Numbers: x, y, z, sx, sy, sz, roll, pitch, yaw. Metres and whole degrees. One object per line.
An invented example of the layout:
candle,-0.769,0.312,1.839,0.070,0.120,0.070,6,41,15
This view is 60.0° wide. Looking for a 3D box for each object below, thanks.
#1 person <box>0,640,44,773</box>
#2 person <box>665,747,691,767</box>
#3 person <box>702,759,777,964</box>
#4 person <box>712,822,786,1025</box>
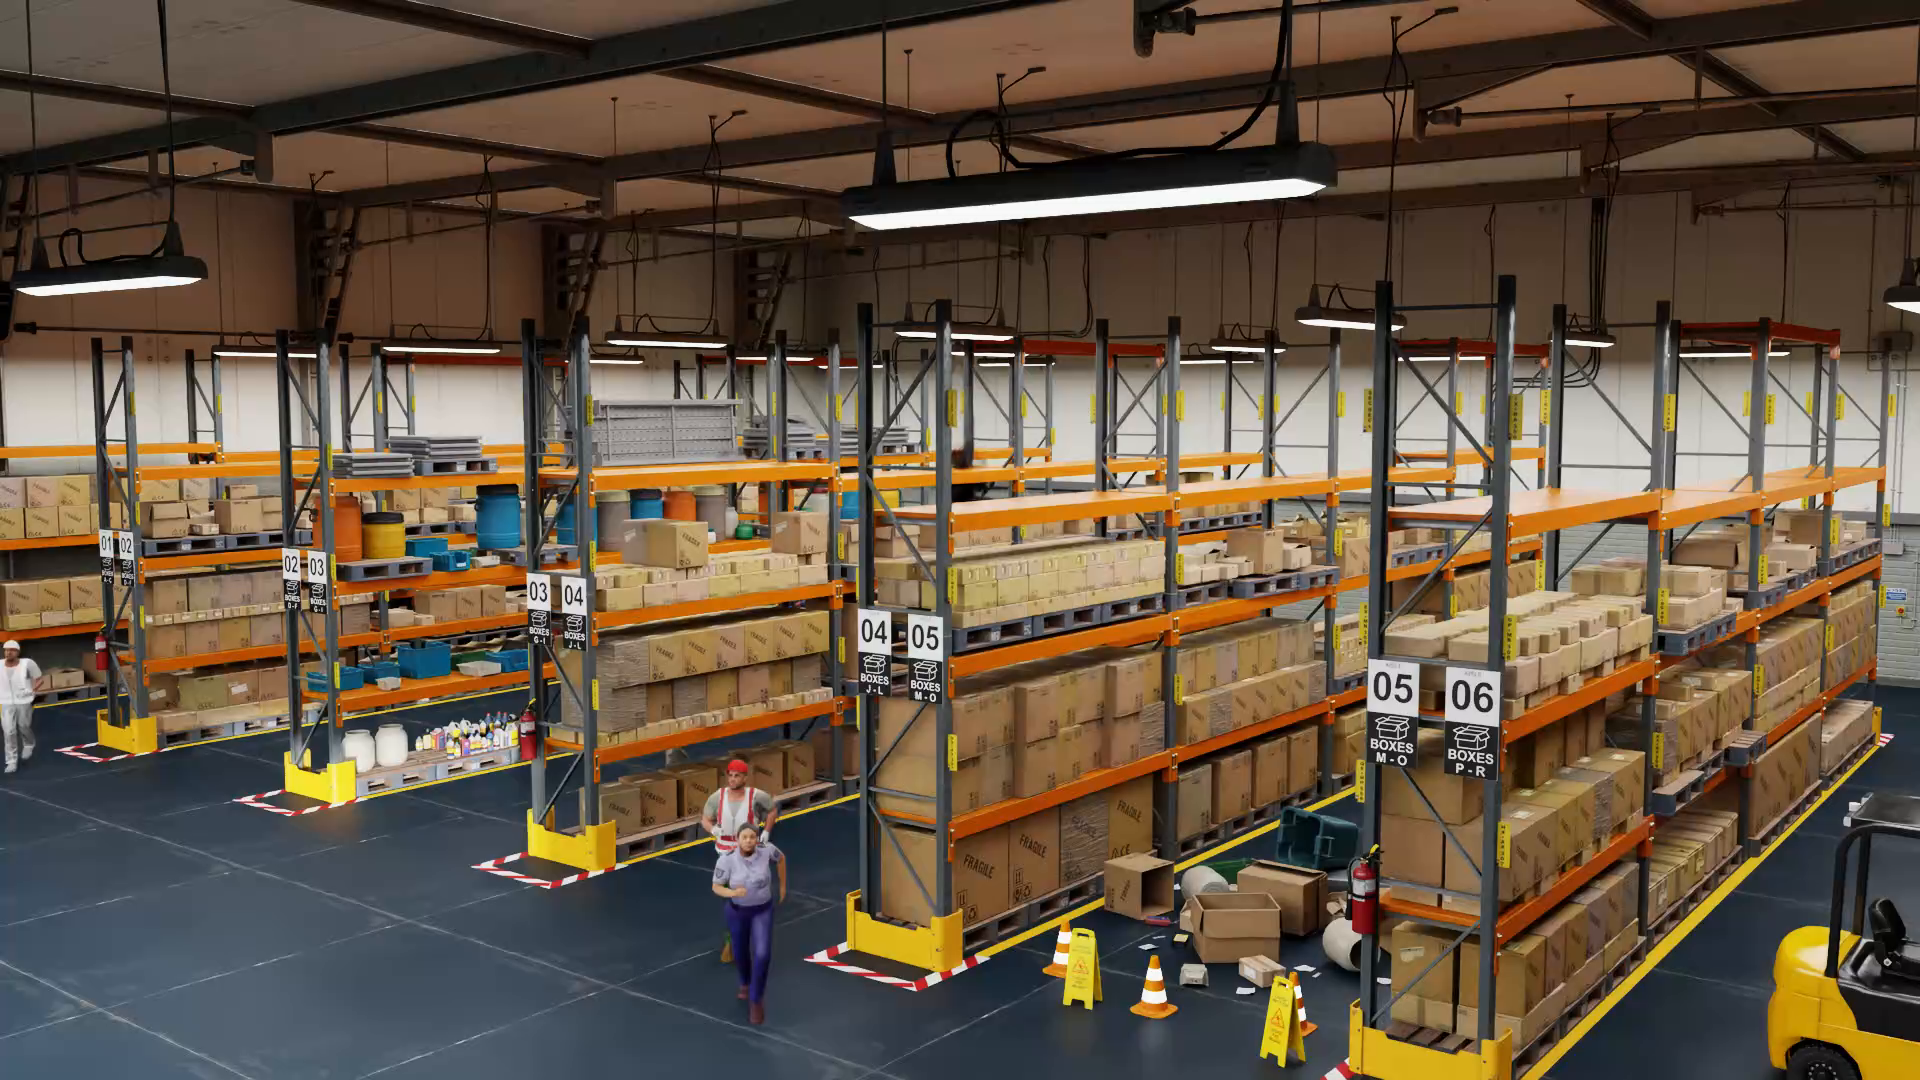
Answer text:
person,-13.001,2.251,22.954,0.674,1.771,0.930,-1,5,-16
person,-3.698,2.386,21.518,0.690,1.779,0.939,3,6,32
person,-2.061,2.939,15.460,0.654,1.853,0.811,1,5,9
person,-1.754,3.151,13.881,0.627,1.676,0.819,-1,5,-11
